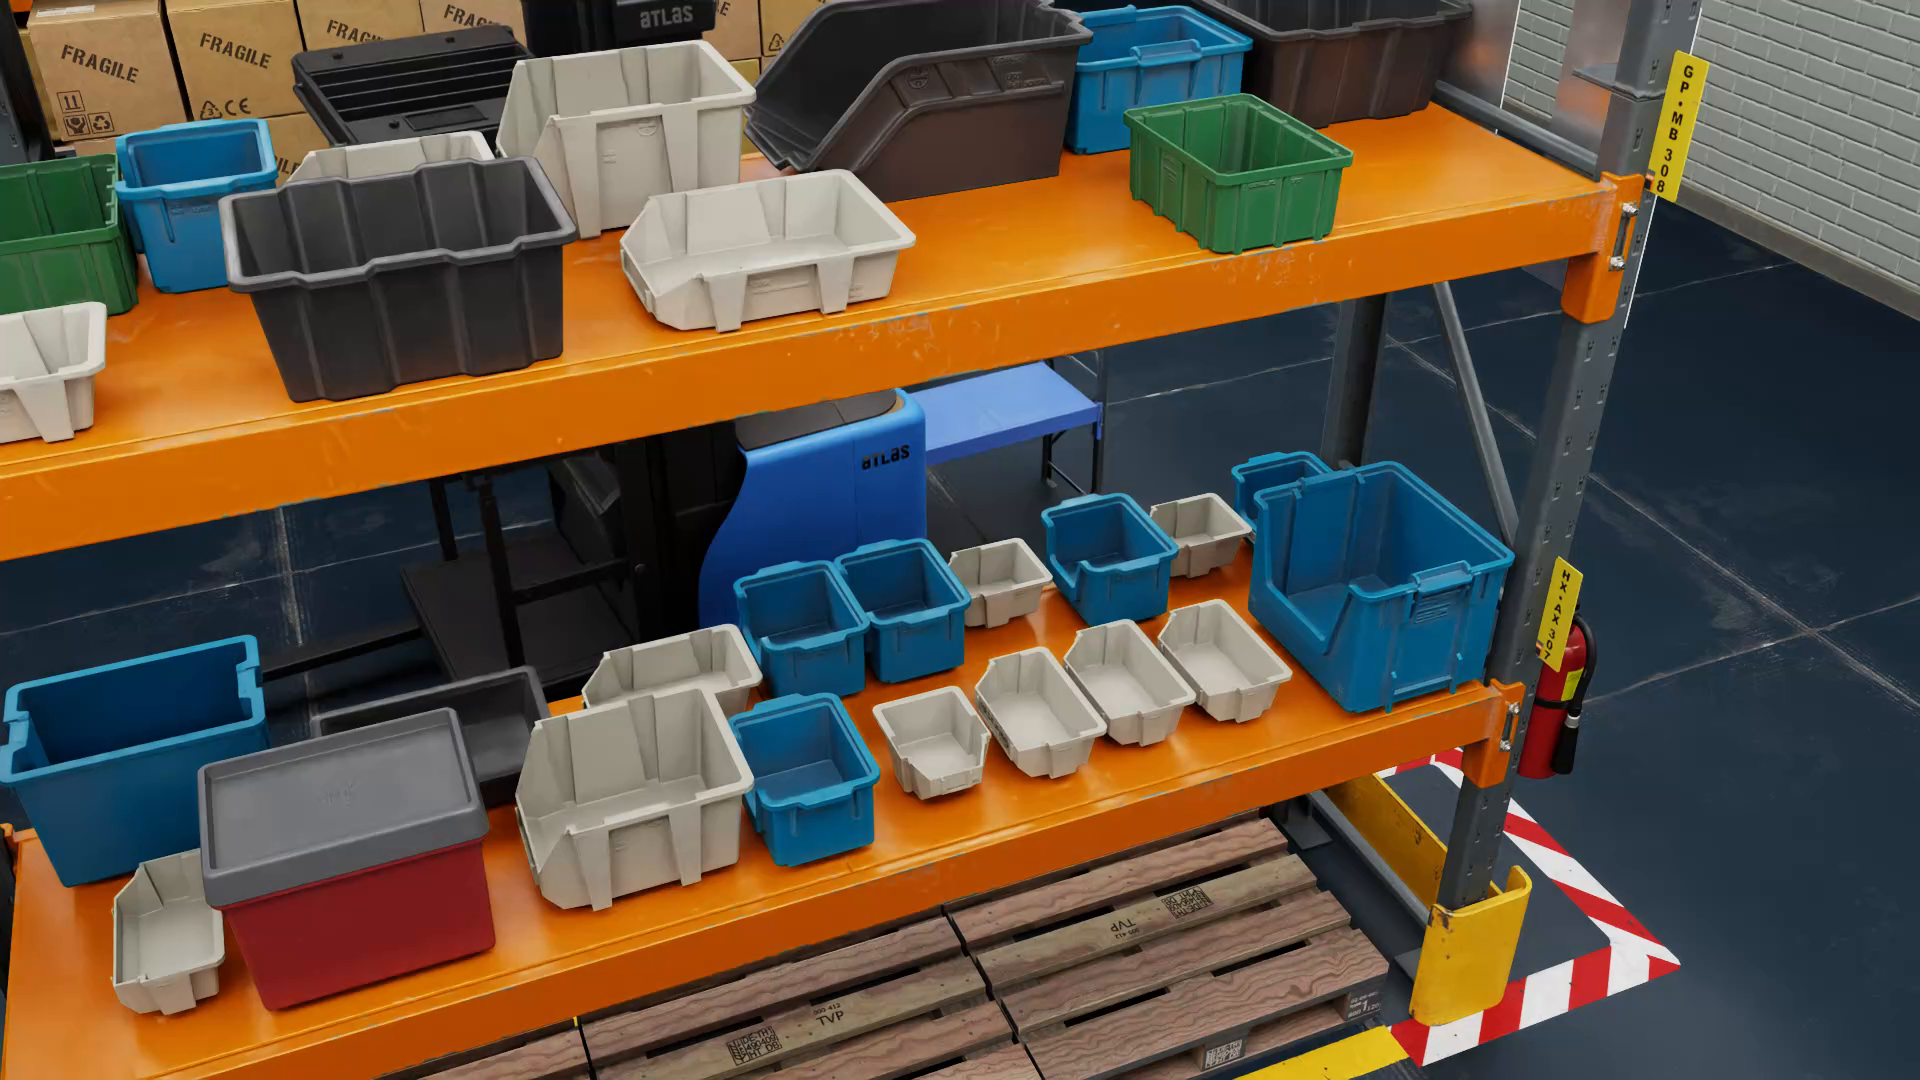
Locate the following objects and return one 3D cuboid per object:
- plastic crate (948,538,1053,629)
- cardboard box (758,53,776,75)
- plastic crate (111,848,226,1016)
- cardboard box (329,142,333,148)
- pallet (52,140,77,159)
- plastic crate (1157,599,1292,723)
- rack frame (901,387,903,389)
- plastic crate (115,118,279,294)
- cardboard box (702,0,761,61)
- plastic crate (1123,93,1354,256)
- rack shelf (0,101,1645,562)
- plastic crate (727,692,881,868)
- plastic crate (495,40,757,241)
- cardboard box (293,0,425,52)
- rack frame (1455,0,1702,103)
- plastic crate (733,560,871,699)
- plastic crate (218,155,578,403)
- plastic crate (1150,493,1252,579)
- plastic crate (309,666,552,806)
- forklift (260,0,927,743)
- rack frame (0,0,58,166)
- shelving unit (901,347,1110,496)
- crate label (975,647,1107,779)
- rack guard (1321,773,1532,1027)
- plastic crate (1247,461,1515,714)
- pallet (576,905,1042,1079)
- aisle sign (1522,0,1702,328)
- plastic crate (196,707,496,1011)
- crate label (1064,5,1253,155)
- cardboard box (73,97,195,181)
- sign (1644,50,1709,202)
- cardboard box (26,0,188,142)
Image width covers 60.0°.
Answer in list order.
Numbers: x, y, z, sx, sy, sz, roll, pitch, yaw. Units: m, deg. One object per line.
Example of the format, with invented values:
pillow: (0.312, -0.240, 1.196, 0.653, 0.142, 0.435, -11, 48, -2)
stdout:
plastic crate: (0.095, 0.141, 4.970, 0.298, 0.136, 0.250, -13, 35, -19)
cardboard box: (-0.819, -2.302, 8.446, 0.500, 0.500, 0.500, -12, 35, -17)
plastic crate: (-1.801, 0.903, 3.798, 0.243, 0.136, 0.396, -13, 35, -19)
cardboard box: (-2.691, -1.874, 7.788, 0.500, 0.500, 0.500, -13, 35, -19)
pallet: (-6.802, -2.768, 11.810, 1.213, 0.211, 1.003, -13, 35, -19)
plastic crate: (0.721, 0.348, 4.651, 0.243, 0.136, 0.396, -13, 35, -19)
rack frame: (-0.367, -0.557, 7.232, 0.032, 1.500, 0.500, -16, 36, -23)
plastic crate: (-1.569, -0.696, 3.472, 0.300, 0.233, 0.416, -13, 35, -19)
cardboard box: (-1.280, -2.613, 8.008, 0.500, 0.500, 0.500, -12, 35, -18)
plastic crate: (0.604, -0.817, 3.699, 0.336, 0.188, 0.450, -13, 35, -19)
rack shelf: (-0.441, -0.534, 3.729, 4.000, 0.370, 1.077, -13, 35, -19)
plastic crate: (-0.391, 0.607, 4.165, 0.300, 0.233, 0.416, -13, 35, -19)
plastic crate: (-0.760, -0.895, 3.734, 0.530, 0.282, 0.437, -13, 35, -19)
cardboard box: (-2.706, -2.284, 7.501, 0.500, 0.500, 0.500, -14, 36, -20)
rack frame: (1.403, -2.515, 3.364, 0.127, 3.000, 1.000, -13, 35, -19)
plastic crate: (-0.443, 0.273, 4.679, 0.300, 0.233, 0.416, -13, 35, -19)
plastic crate: (-1.033, -0.483, 3.111, 0.590, 0.269, 0.497, -13, 35, -19)
plastic crate: (0.720, -0.002, 5.190, 0.298, 0.136, 0.250, -13, 35, -19)
plastic crate: (-1.357, 0.563, 4.331, 0.590, 0.125, 0.437, -13, 35, -19)
forklift: (-1.662, -0.686, 6.117, 3.031, 2.935, 1.130, -17, 37, -24)
rack frame: (-4.199, -1.647, 7.531, 0.127, 3.000, 1.000, -13, 35, -19)
shelving unit: (0.082, -0.687, 7.430, 1.048, 1.500, 0.538, -16, 36, -23)
crate label: (0.201, 0.473, 4.459, 0.243, 0.136, 0.396, -13, 35, -19)
rack guard: (1.420, 1.036, 5.699, 0.348, 0.500, 1.175, -13, 35, -19)
plastic crate: (1.167, 0.124, 4.721, 0.499, 0.435, 0.616, -13, 35, -19)
pallet: (-0.495, 1.579, 5.130, 1.213, 0.211, 1.003, -13, 35, -19)
aisle sign: (1.583, -0.958, 4.088, 0.004, 0.787, 0.394, -13, 35, -19)
plastic crate: (-1.365, 0.730, 3.764, 0.583, 0.464, 0.402, -13, 35, -19)
crate label: (0.427, -1.163, 4.173, 0.502, 0.251, 0.408, -13, 35, -19)
cardboard box: (-3.624, -1.660, 7.459, 0.500, 0.500, 0.500, -12, 35, -18)
sign: (1.631, -0.940, 3.790, 0.005, 0.325, 0.100, -13, 35, -19)
cardboard box: (-3.656, -2.066, 7.167, 0.500, 0.500, 0.500, -12, 35, -18)
